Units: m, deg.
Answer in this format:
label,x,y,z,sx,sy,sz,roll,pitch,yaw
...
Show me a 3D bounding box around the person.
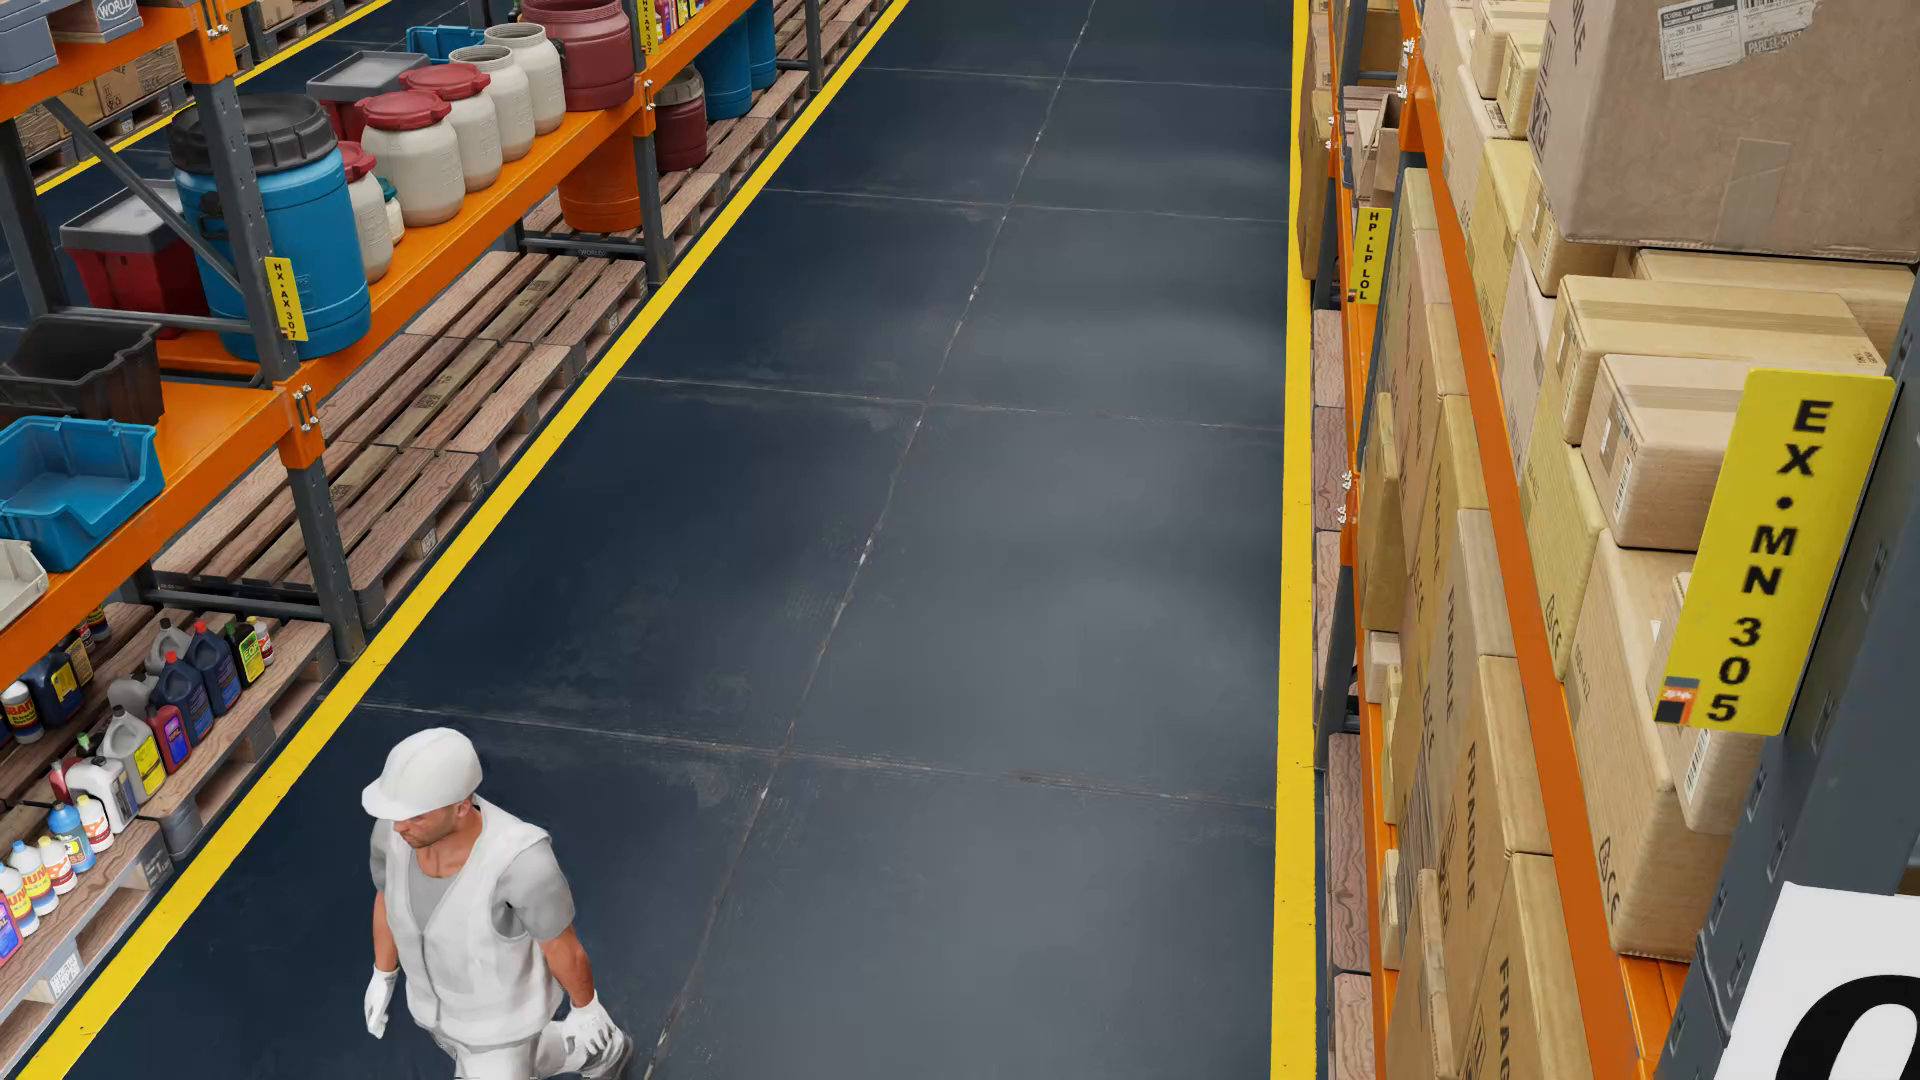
label,x,y,z,sx,sy,sz,roll,pitch,yaw
person,-1.227,1.161,4.273,0.614,1.748,1.028,17,36,25
